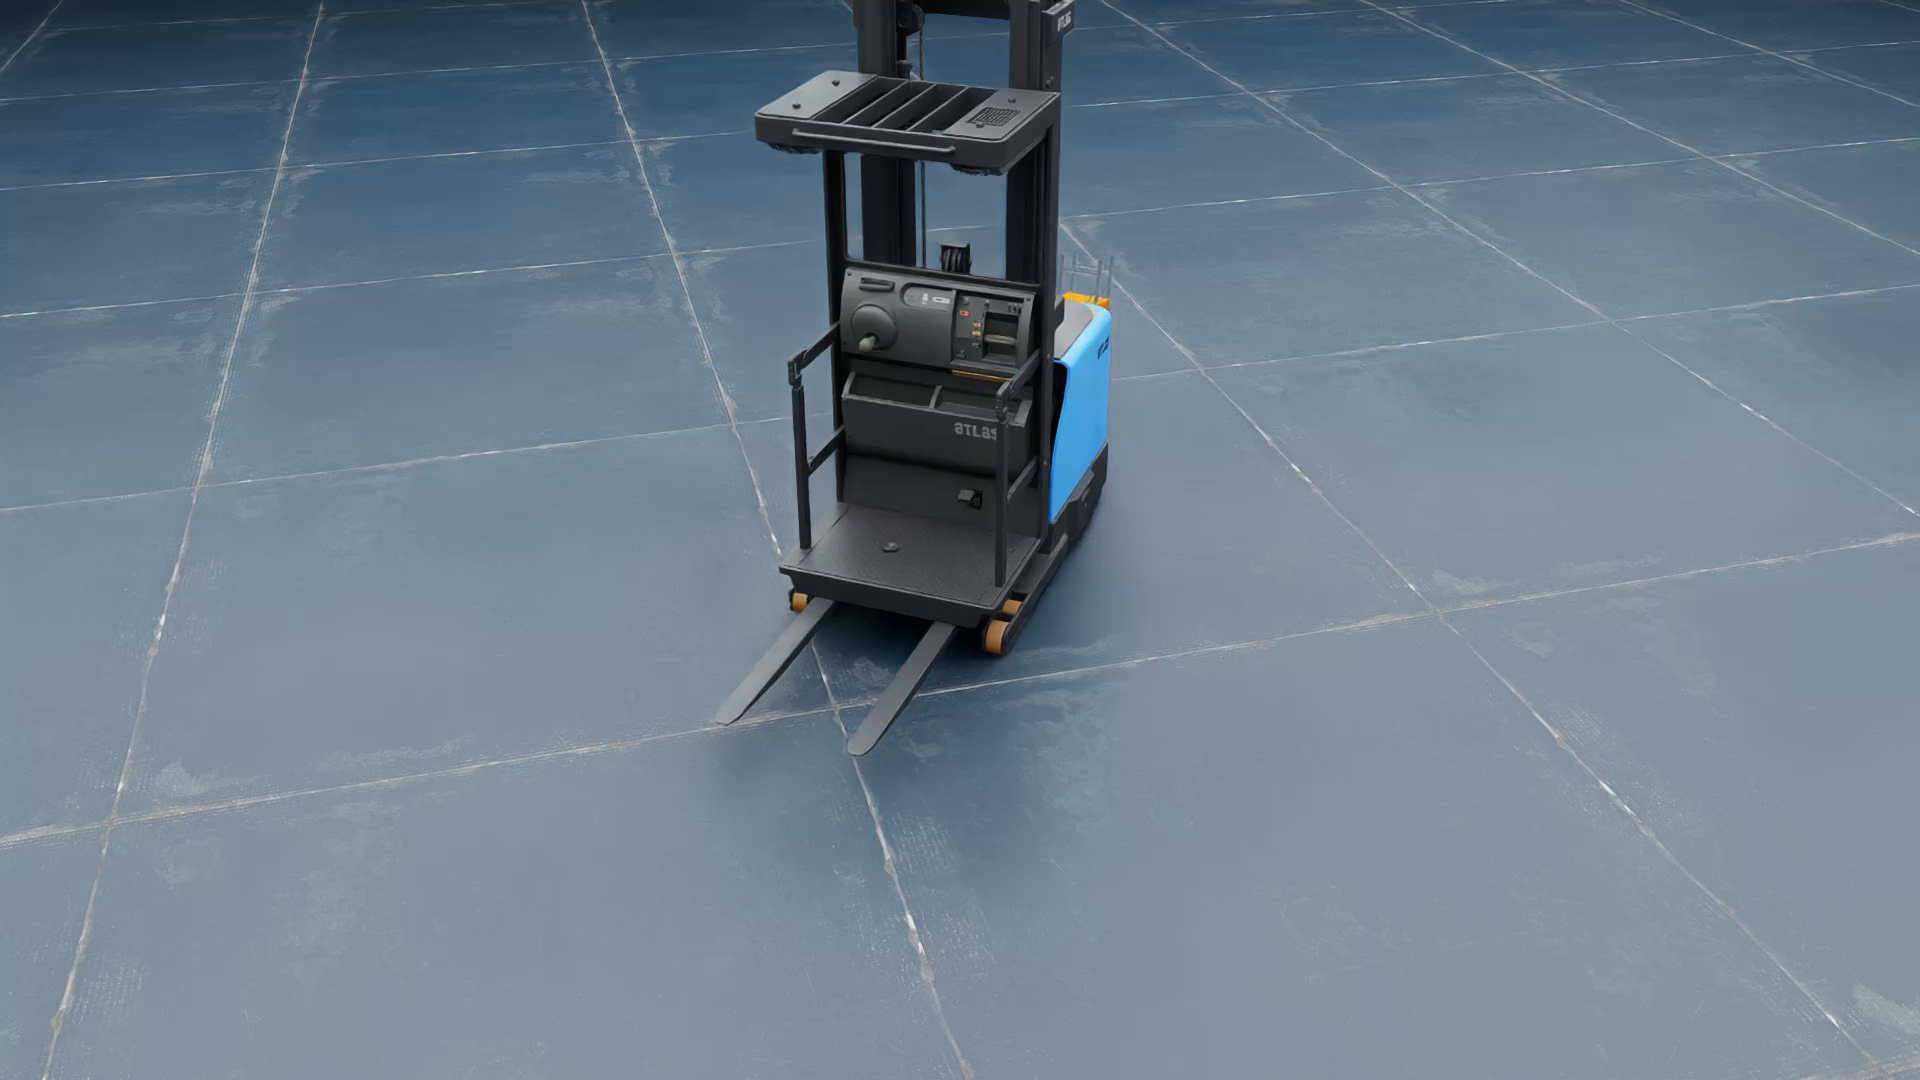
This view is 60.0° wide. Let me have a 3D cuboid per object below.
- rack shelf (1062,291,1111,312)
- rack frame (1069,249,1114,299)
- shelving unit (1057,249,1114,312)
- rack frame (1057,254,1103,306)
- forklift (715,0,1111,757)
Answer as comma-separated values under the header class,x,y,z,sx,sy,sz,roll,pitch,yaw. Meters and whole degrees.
class,x,y,z,sx,sy,sz,roll,pitch,yaw
rack shelf,0.672,-1.283,9.135,0.258,0.103,0.180,14,22,22
rack frame,0.686,-1.014,9.324,0.240,1.200,0.006,14,22,22
shelving unit,0.647,-0.989,9.245,0.258,1.200,0.189,14,22,22
rack frame,0.608,-0.963,9.166,0.240,1.200,0.006,14,22,22
forklift,-0.184,-0.962,7.487,1.130,2.935,3.031,11,32,18
